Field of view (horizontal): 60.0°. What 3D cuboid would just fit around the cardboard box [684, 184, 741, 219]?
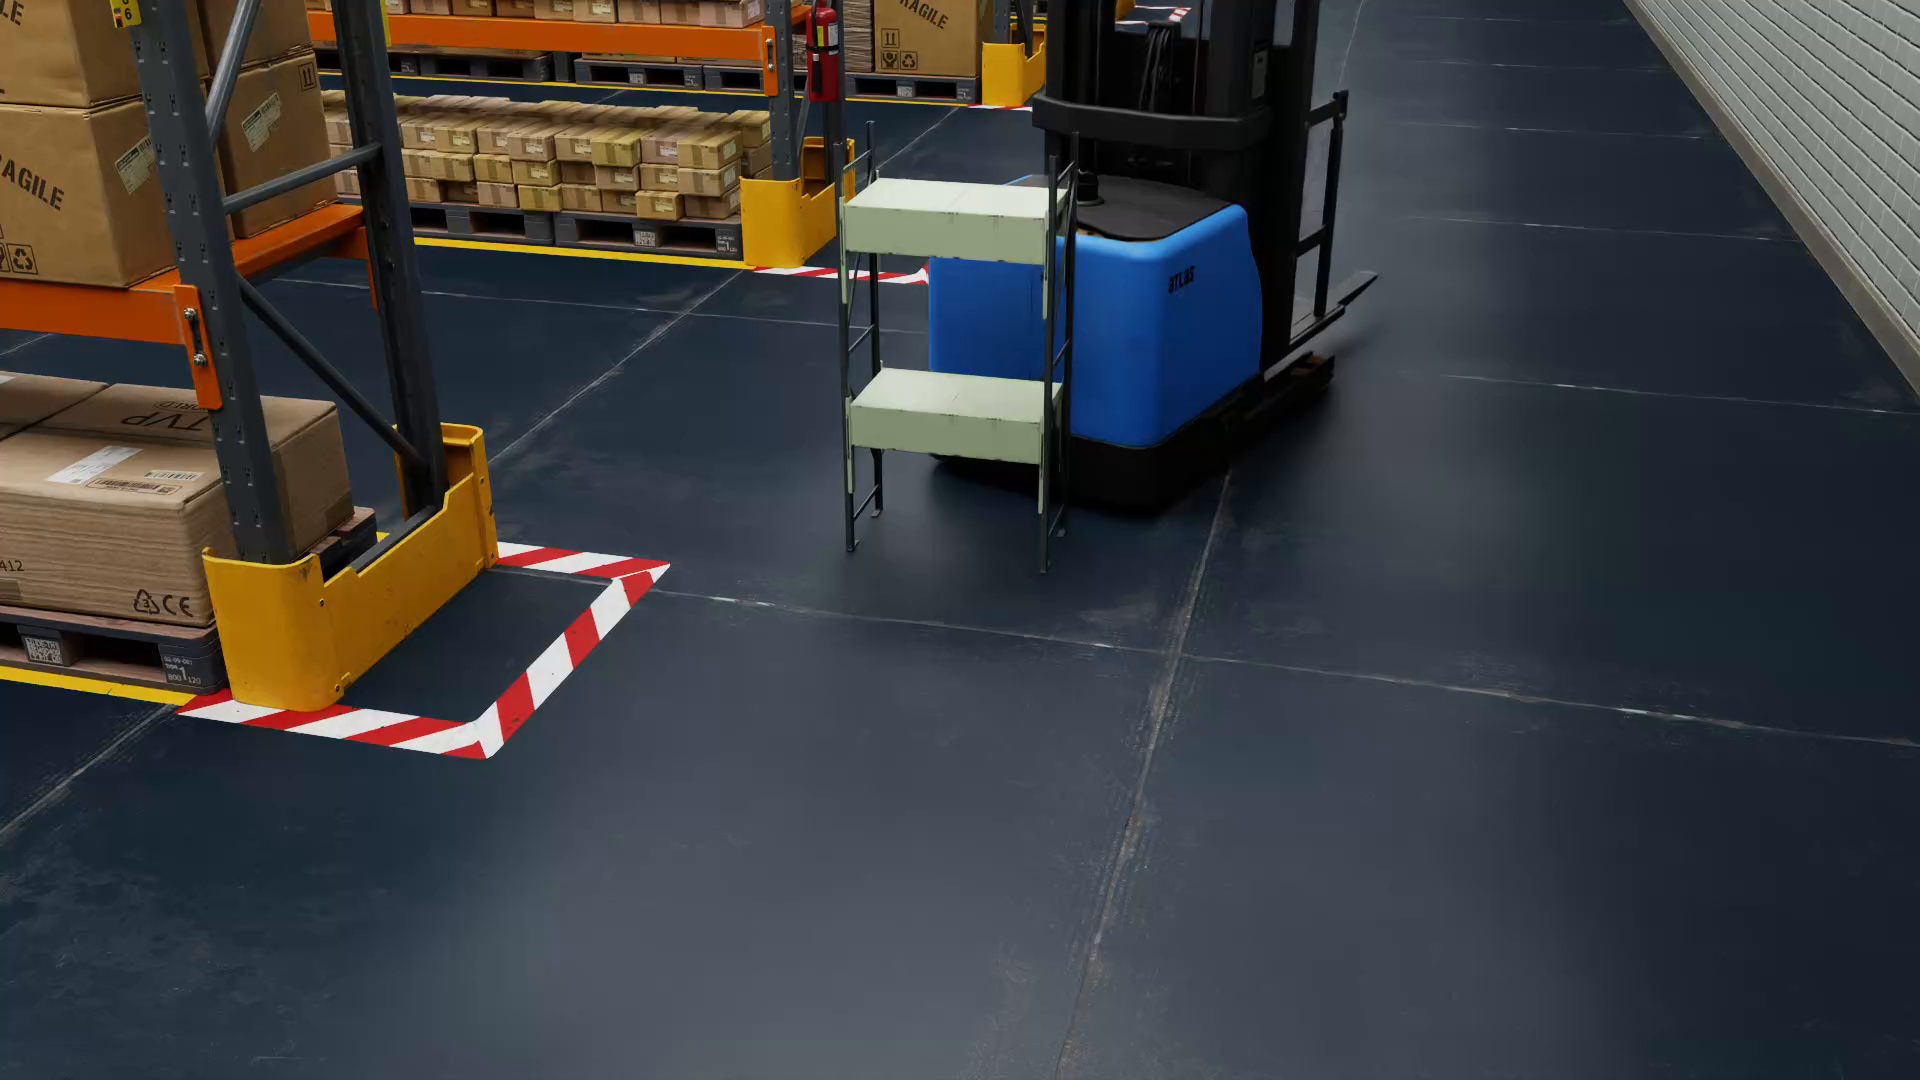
[{"bbox_3d":[-1.438,-2.023,9.838,0.250,0.149,0.380,7,26,14],"label":"cardboard box"}]

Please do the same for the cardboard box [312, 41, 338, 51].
[{"bbox_3d":[-5.767,-5.111,15.479,0.875,0.875,1.225,6,26,13],"label":"cardboard box"}]

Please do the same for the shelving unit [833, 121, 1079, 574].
[{"bbox_3d":[-0.006,-0.678,5.929,0.755,1.500,0.431,6,26,13],"label":"shelving unit"}]

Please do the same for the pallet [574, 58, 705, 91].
[{"bbox_3d":[-2.701,-4.261,14.954,1.213,0.211,1.003,6,26,13],"label":"pallet"}]

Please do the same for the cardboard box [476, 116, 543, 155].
[{"bbox_3d":[-2.701,-2.433,10.007,0.250,0.149,0.380,5,26,11],"label":"cardboard box"}]

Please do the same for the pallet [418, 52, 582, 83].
[{"bbox_3d":[-4.184,-4.426,15.301,1.213,0.211,1.003,6,26,13],"label":"pallet"}]

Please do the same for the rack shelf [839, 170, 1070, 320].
[{"bbox_3d":[-0.006,-1.030,5.761,0.720,0.370,0.431,6,26,13],"label":"rack shelf"}]

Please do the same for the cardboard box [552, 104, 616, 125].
[{"bbox_3d":[-2.336,-2.605,10.369,0.250,0.149,0.380,7,26,15],"label":"cardboard box"}]

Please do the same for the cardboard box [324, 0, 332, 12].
[{"bbox_3d":[-3.528,-3.210,9.796,0.250,0.149,0.380,7,26,14],"label":"cardboard box"}]

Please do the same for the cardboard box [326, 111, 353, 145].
[{"bbox_3d":[-3.701,-2.548,10.249,0.250,0.149,0.380,6,26,12],"label":"cardboard box"}]

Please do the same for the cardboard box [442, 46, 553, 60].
[{"bbox_3d":[-4.042,-4.924,15.087,0.875,0.875,1.225,6,26,13],"label":"cardboard box"}]

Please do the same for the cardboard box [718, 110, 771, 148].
[{"bbox_3d":[-1.300,-2.520,10.189,0.250,0.149,0.380,5,26,11],"label":"cardboard box"}]

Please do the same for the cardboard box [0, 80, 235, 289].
[{"bbox_3d":[-2.545,-1.066,4.884,0.500,0.500,0.500,6,26,13],"label":"cardboard box"}]

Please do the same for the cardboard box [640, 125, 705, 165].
[{"bbox_3d":[-1.682,-2.324,9.779,0.250,0.149,0.380,7,26,14],"label":"cardboard box"}]

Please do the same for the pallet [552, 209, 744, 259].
[{"bbox_3d":[-1.728,-2.002,10.210,1.213,0.211,1.003,6,26,13],"label":"pallet"}]

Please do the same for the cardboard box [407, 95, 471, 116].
[{"bbox_3d":[-3.324,-2.736,10.642,0.250,0.149,0.380,5,26,10],"label":"cardboard box"}]

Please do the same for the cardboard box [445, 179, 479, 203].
[{"bbox_3d":[-2.938,-2.191,10.191,0.250,0.149,0.380,7,26,14],"label":"cardboard box"}]

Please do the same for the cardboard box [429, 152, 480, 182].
[{"bbox_3d":[-2.985,-2.284,10.040,0.250,0.149,0.380,7,26,14],"label":"cardboard box"}]

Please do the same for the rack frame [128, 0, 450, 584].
[{"bbox_3d":[-2.012,-1.080,5.029,0.127,3.000,1.000,6,26,13],"label":"rack frame"}]

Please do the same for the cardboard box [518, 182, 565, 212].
[{"bbox_3d":[-2.452,-2.095,9.989,0.250,0.149,0.380,5,26,11],"label":"cardboard box"}]

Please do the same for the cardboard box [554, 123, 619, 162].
[{"bbox_3d":[-2.199,-2.353,9.839,0.250,0.149,0.380,5,26,11],"label":"cardboard box"}]

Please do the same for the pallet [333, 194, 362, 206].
[{"bbox_3d":[-4.091,-2.263,10.759,1.213,0.211,1.003,6,26,13],"label":"pallet"}]

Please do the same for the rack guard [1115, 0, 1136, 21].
[{"bbox_3d":[1.716,-6.142,18.569,0.348,0.500,1.175,6,26,13],"label":"rack guard"}]

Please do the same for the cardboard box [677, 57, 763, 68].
[{"bbox_3d":[-1.927,-4.664,14.539,0.875,0.875,0.875,6,26,13],"label":"cardboard box"}]

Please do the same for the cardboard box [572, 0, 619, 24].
[{"bbox_3d":[-1.994,-3.036,9.429,0.250,0.149,0.380,7,26,14],"label":"cardboard box"}]

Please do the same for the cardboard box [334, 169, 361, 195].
[{"bbox_3d":[-3.708,-2.269,10.355,0.250,0.149,0.380,6,26,12],"label":"cardboard box"}]

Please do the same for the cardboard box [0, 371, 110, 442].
[{"bbox_3d":[-3.564,-0.236,5.748,0.875,0.438,0.875,7,26,14],"label":"cardboard box"}]

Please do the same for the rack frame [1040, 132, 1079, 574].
[{"bbox_3d":[0.348,-0.639,5.847,0.023,1.500,0.400,6,26,13],"label":"rack frame"}]

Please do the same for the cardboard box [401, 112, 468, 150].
[{"bbox_3d":[-3.191,-2.492,10.131,0.250,0.149,0.380,5,26,11],"label":"cardboard box"}]

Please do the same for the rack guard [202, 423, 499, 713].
[{"bbox_3d":[-1.988,0.051,5.560,0.348,0.500,1.175,6,26,13],"label":"rack guard"}]

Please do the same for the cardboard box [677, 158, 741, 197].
[{"bbox_3d":[-1.459,-2.126,9.708,0.250,0.149,0.380,6,26,12],"label":"cardboard box"}]

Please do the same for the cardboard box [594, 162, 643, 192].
[{"bbox_3d":[-1.963,-2.181,9.823,0.250,0.149,0.380,5,26,11],"label":"cardboard box"}]

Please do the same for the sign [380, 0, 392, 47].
[{"bbox_3d":[-1.868,-1.737,5.309,0.005,0.325,0.100,6,26,13],"label":"sign"}]

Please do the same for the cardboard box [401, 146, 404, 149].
[{"bbox_3d":[-3.446,-2.374,10.229,0.250,0.149,0.380,8,26,15],"label":"cardboard box"}]

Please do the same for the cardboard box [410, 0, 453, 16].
[{"bbox_3d":[-2.999,-3.170,9.710,0.250,0.149,0.380,7,26,15],"label":"cardboard box"}]

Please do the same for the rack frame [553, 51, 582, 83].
[{"bbox_3d":[-3.418,-5.634,14.594,0.127,3.000,1.000,6,26,13],"label":"rack frame"}]

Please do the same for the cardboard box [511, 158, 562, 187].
[{"bbox_3d":[-2.467,-2.231,9.928,0.250,0.149,0.380,7,26,14],"label":"cardboard box"}]

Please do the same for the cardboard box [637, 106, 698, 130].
[{"bbox_3d":[-1.809,-2.580,10.315,0.250,0.149,0.380,6,26,13],"label":"cardboard box"}]

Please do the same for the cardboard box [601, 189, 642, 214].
[{"bbox_3d":[-1.947,-2.073,9.942,0.250,0.149,0.380,6,26,13],"label":"cardboard box"}]

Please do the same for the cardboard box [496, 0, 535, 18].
[{"bbox_3d":[-2.489,-3.130,9.627,0.250,0.149,0.380,5,26,11],"label":"cardboard box"}]

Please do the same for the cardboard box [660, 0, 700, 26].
[{"bbox_3d":[-1.494,-2.997,9.349,0.250,0.149,0.380,6,26,13],"label":"cardboard box"}]

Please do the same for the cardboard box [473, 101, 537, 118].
[{"bbox_3d":[-2.846,-2.640,10.441,0.250,0.149,0.380,6,26,13],"label":"cardboard box"}]

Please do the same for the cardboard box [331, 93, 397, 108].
[{"bbox_3d":[-3.841,-2.786,10.749,0.250,0.149,0.380,6,26,13],"label":"cardboard box"}]

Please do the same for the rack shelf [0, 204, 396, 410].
[{"bbox_3d":[-3.949,-0.969,5.633,4.000,0.370,1.077,6,26,13],"label":"rack shelf"}]

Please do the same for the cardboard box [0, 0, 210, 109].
[{"bbox_3d":[-2.538,-1.529,4.692,0.500,0.500,0.500,7,26,15],"label":"cardboard box"}]

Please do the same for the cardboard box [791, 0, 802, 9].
[{"bbox_3d":[-1.109,-3.209,9.793,0.250,0.149,0.380,6,26,13],"label":"cardboard box"}]

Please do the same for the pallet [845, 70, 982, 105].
[{"bbox_3d":[-0.337,-3.999,14.405,1.213,0.211,1.003,6,26,13],"label":"pallet"}]

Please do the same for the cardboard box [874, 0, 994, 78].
[{"bbox_3d":[-0.183,-4.471,14.135,0.875,0.875,0.875,6,26,13],"label":"cardboard box"}]

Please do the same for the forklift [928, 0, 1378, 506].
[{"bbox_3d":[1.076,-2.039,7.123,1.130,2.935,3.031,15,29,29],"label":"forklift"}]
